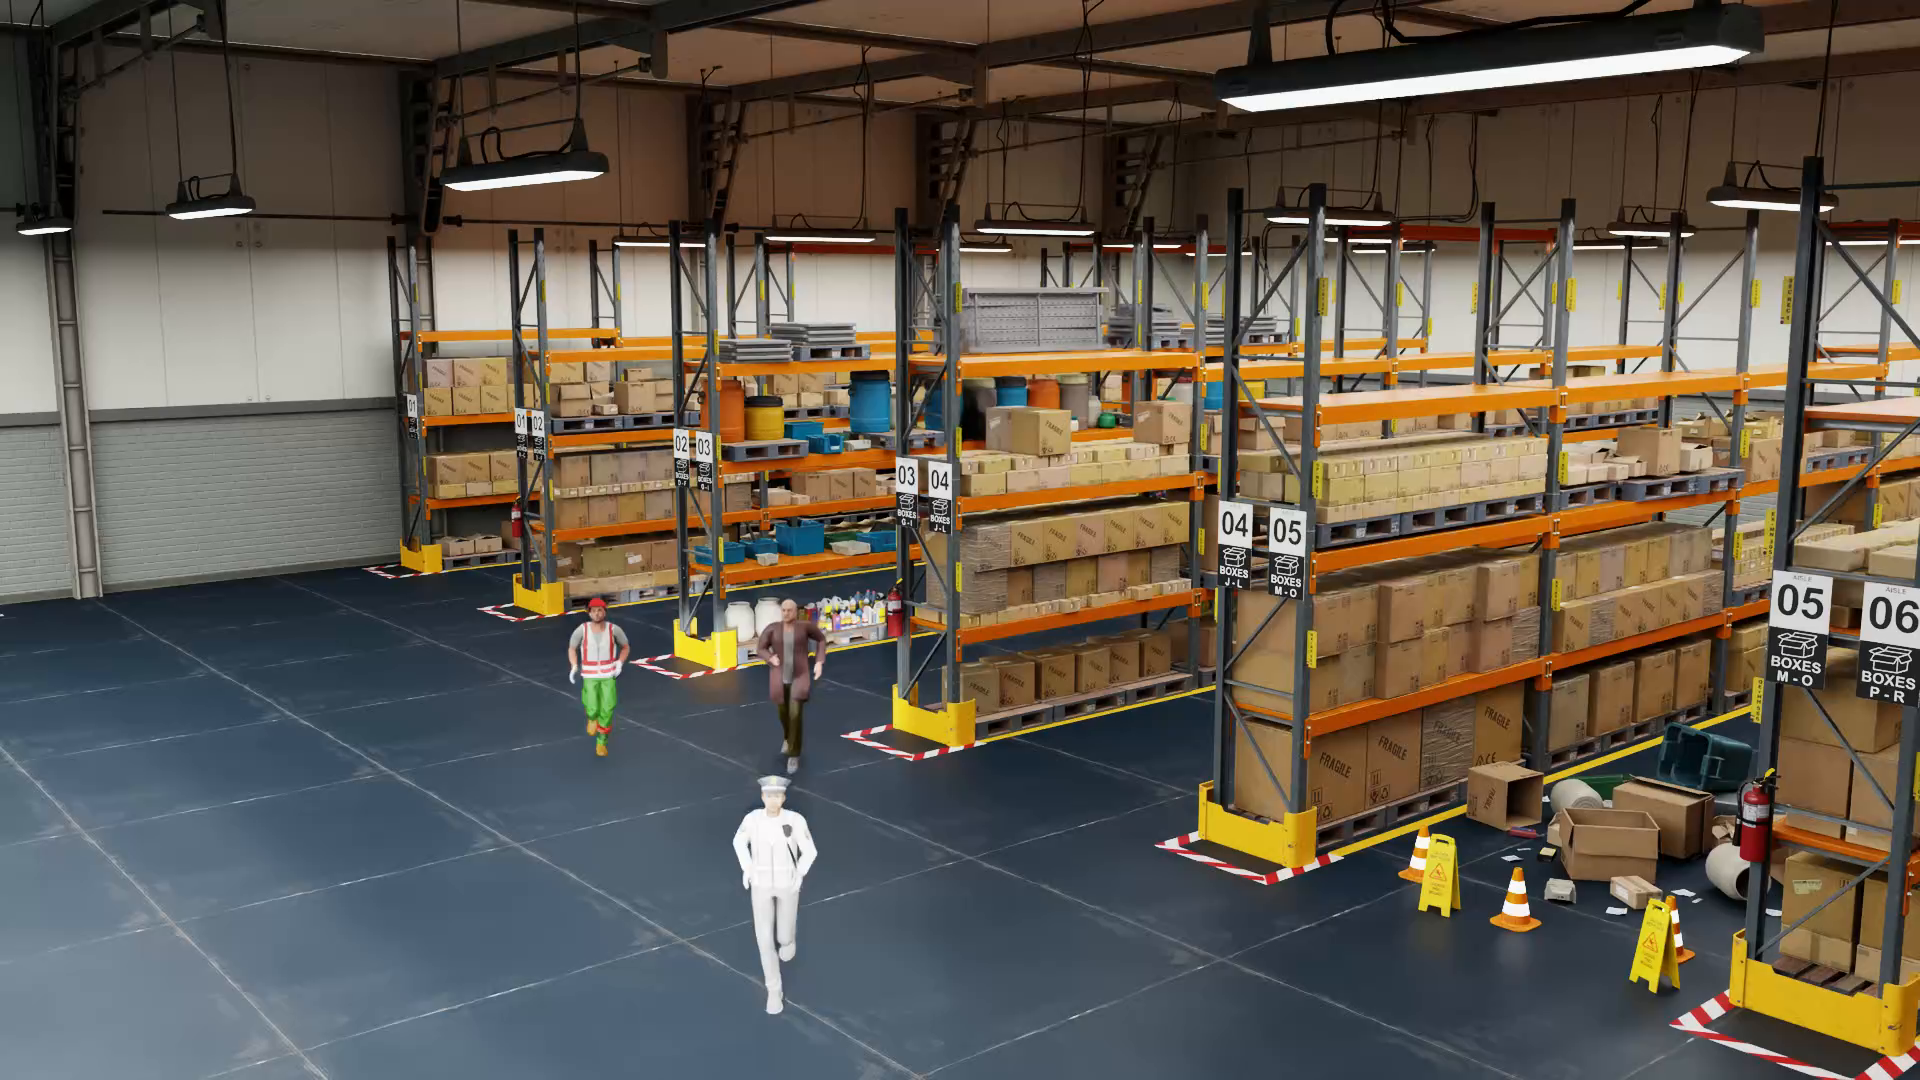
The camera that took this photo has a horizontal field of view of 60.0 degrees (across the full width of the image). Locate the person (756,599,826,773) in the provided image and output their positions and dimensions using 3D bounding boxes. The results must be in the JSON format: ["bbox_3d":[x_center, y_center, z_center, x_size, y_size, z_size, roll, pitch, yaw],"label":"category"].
[{"bbox_3d":[-1.825,1.538,18.014,0.734,1.847,0.874,1,9,6],"label":"person"}]

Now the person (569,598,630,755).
[{"bbox_3d":[-3.990,1.496,18.449,0.673,1.732,0.591,-2,9,-12],"label":"person"}]

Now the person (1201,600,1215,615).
[{"bbox_3d":[3.747,0.371,25.629,0.687,1.717,0.712,-8,12,-41],"label":"person"}]

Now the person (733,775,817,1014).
[{"bbox_3d":[-1.351,2.511,12.123,0.618,1.687,0.759,0,9,-1],"label":"person"}]
